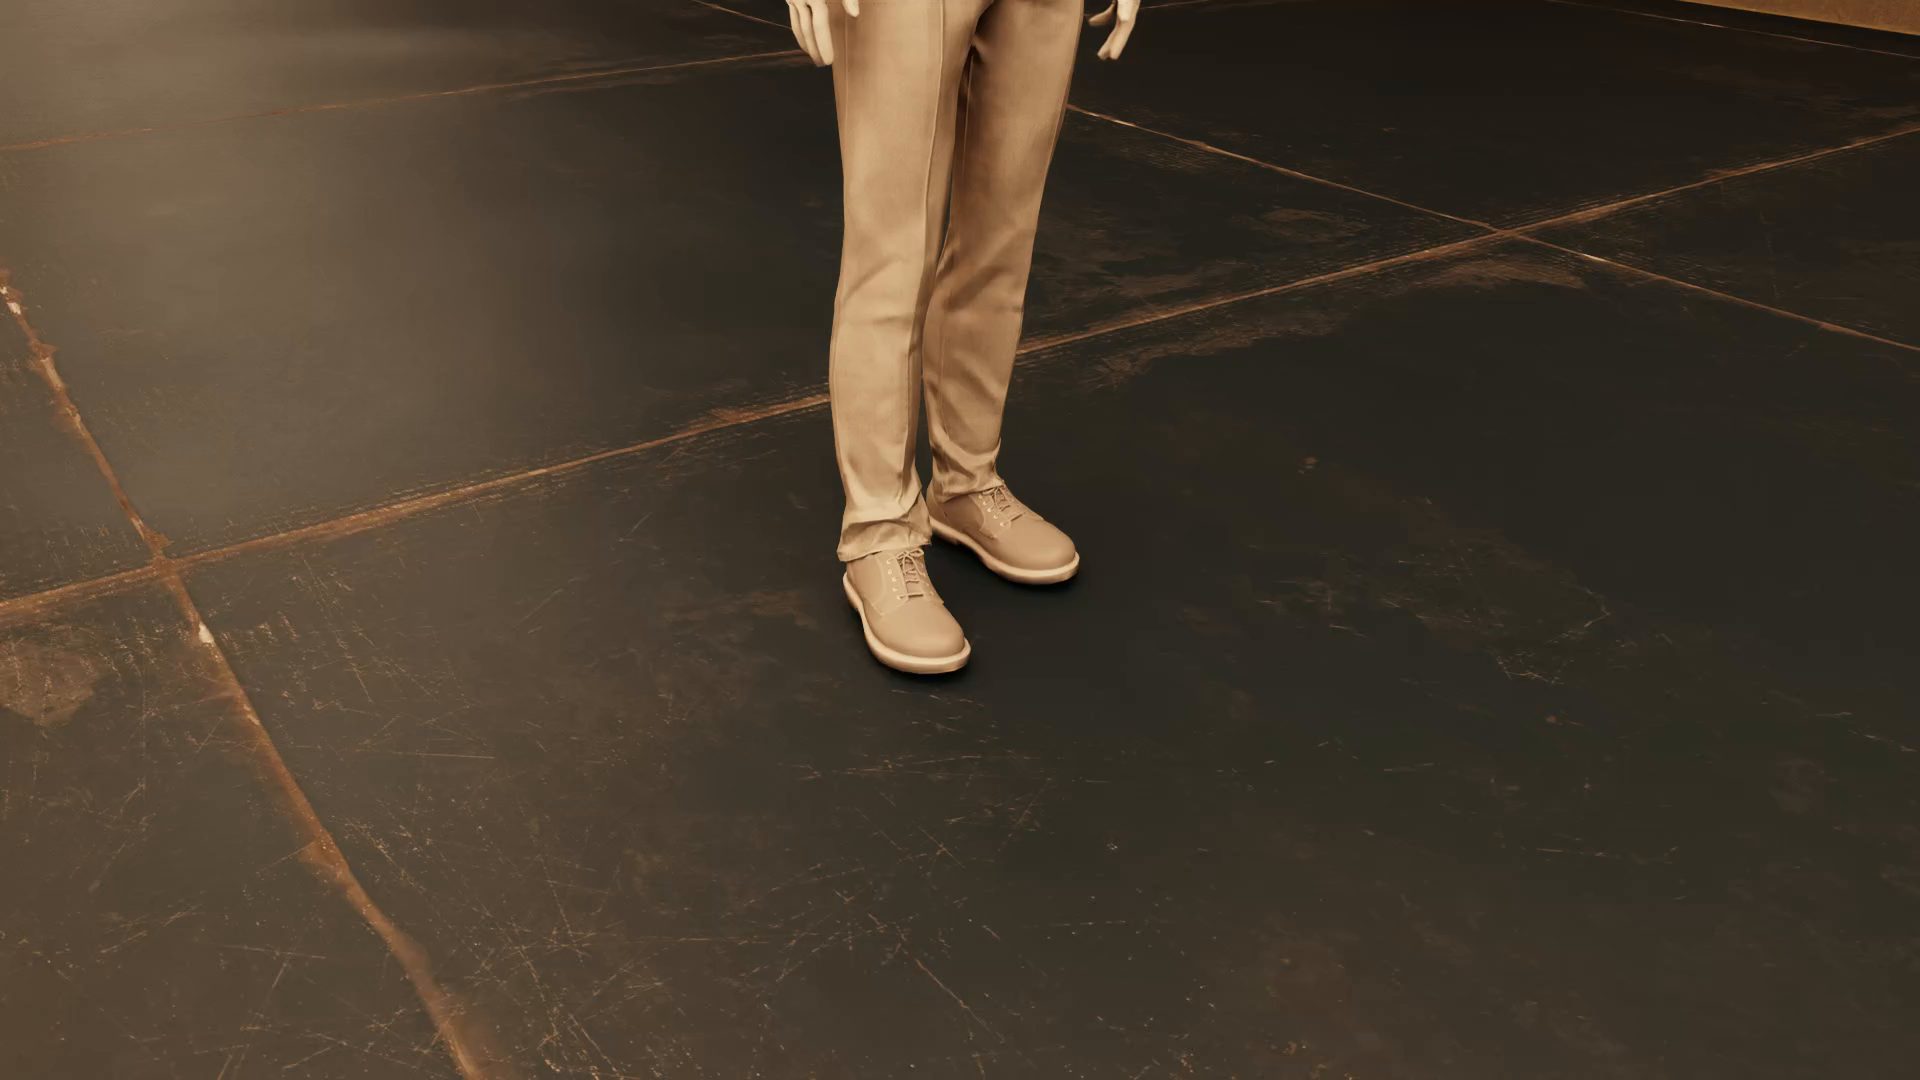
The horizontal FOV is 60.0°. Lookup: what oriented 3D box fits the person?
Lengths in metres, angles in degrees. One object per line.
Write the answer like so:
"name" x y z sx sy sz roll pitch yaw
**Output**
"person" 0.033 -0.737 2.063 0.586 1.694 0.531 -17 31 -31
